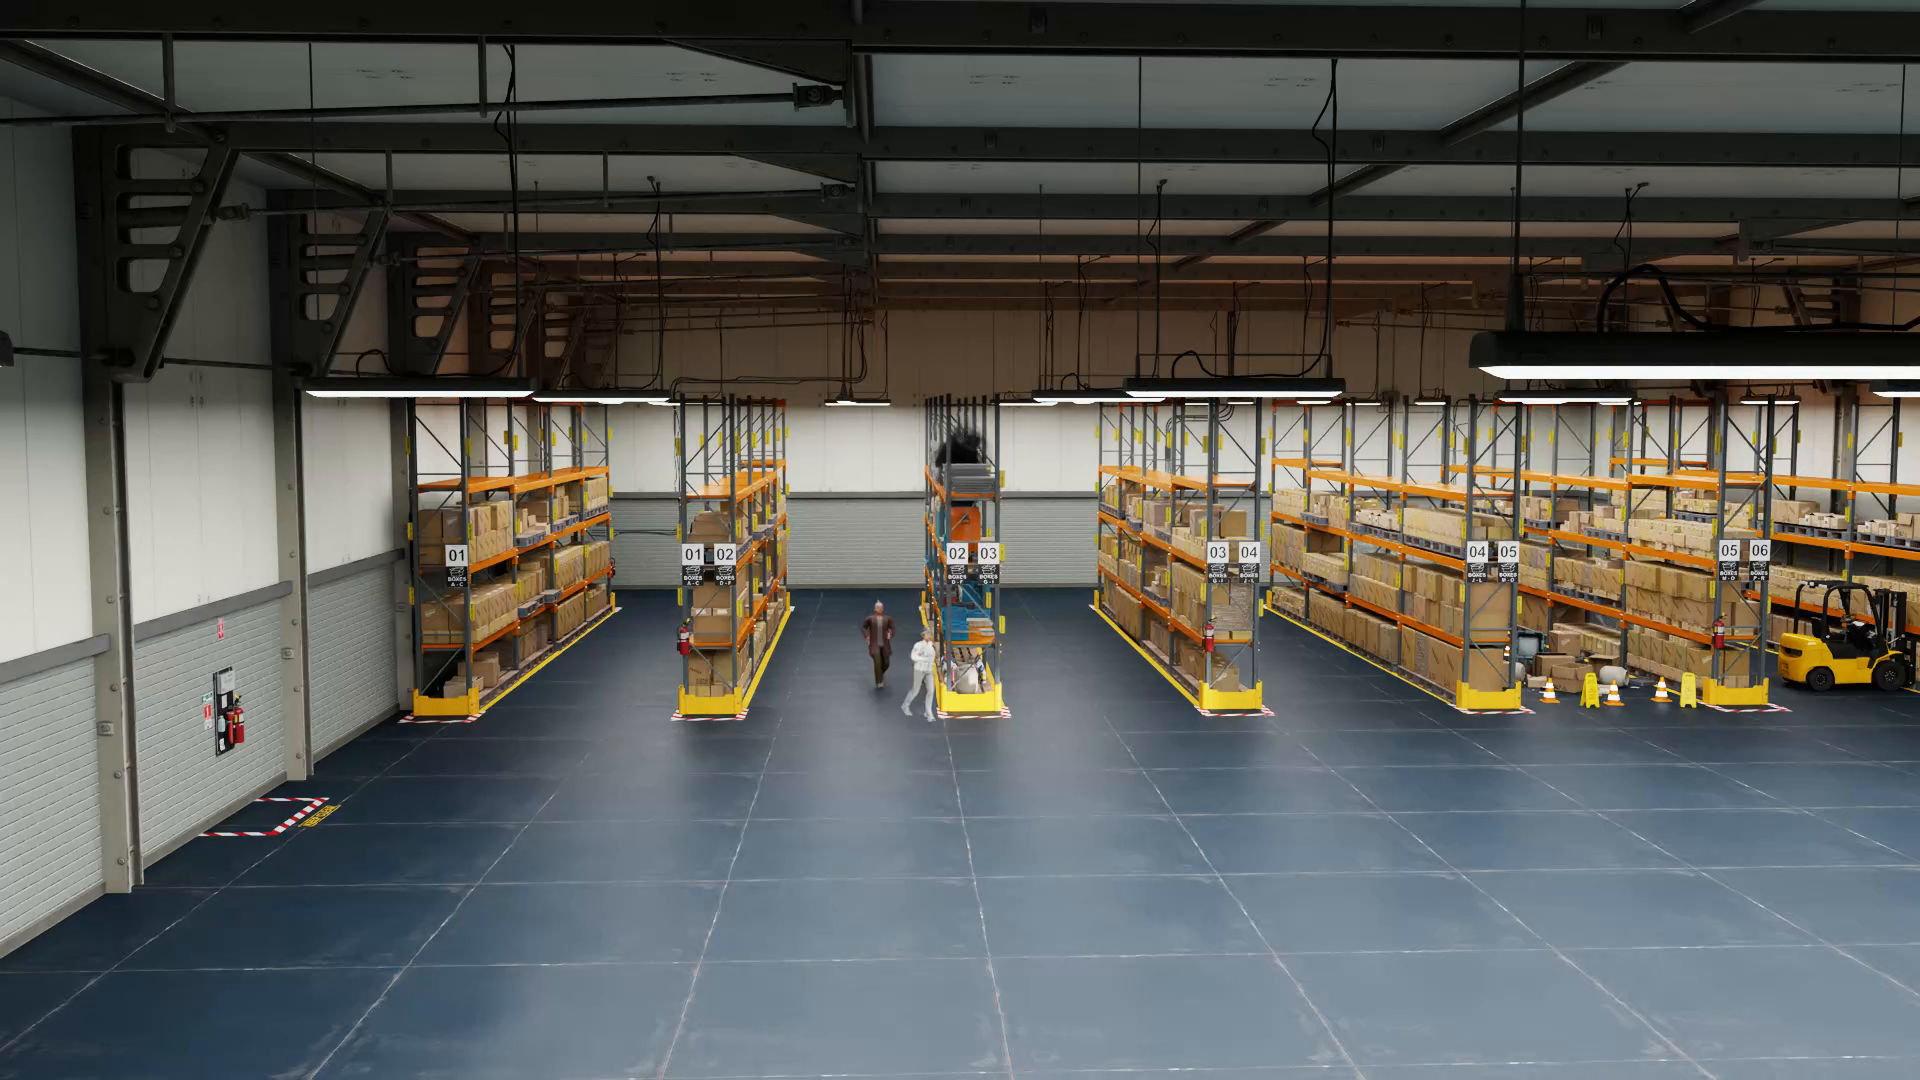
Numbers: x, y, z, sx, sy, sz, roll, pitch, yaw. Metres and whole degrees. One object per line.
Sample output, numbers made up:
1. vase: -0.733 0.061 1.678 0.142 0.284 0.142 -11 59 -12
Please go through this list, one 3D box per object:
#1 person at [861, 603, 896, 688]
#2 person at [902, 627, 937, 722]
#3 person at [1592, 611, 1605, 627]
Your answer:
1. person: -1.674 2.151 34.226 0.715 1.735 0.826 -1 5 -12
2. person: -0.681 2.451 30.716 0.621 1.731 0.827 -4 6 -40
3. person: 16.204 1.562 42.291 0.531 1.594 0.883 -1 5 -12
